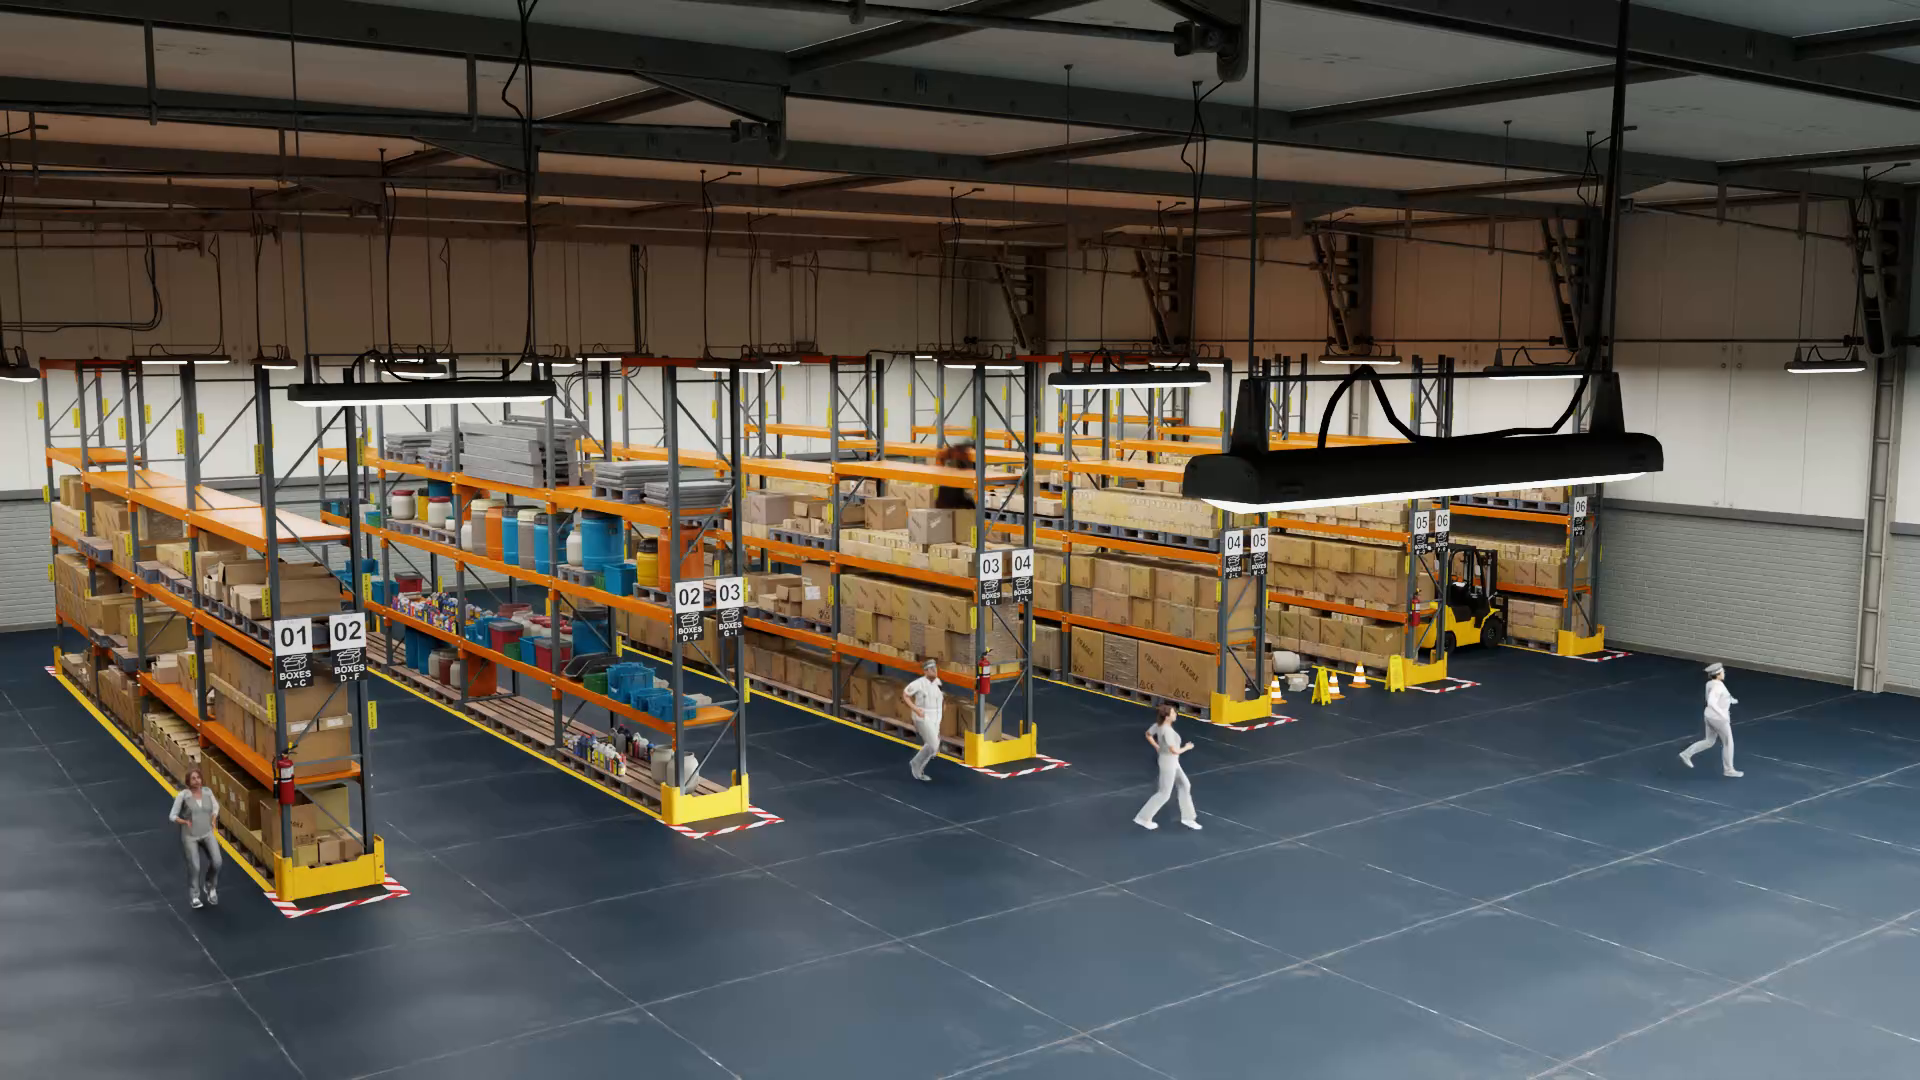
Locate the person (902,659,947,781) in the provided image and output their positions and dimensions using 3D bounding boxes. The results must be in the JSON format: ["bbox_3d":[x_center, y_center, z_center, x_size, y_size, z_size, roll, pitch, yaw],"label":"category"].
[{"bbox_3d":[-0.431,2.592,24.060,0.567,1.764,0.672,5,9,38],"label":"person"}]

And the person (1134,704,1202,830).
[{"bbox_3d":[2.697,2.941,21.458,0.910,1.686,0.571,0,7,-2],"label":"person"}]

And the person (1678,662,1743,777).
[{"bbox_3d":[10.958,2.596,24.129,0.877,1.670,0.622,0,7,3],"label":"person"}]

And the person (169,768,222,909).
[{"bbox_3d":[-8.463,3.332,18.500,0.556,1.574,0.500,-6,9,-40],"label":"person"}]
